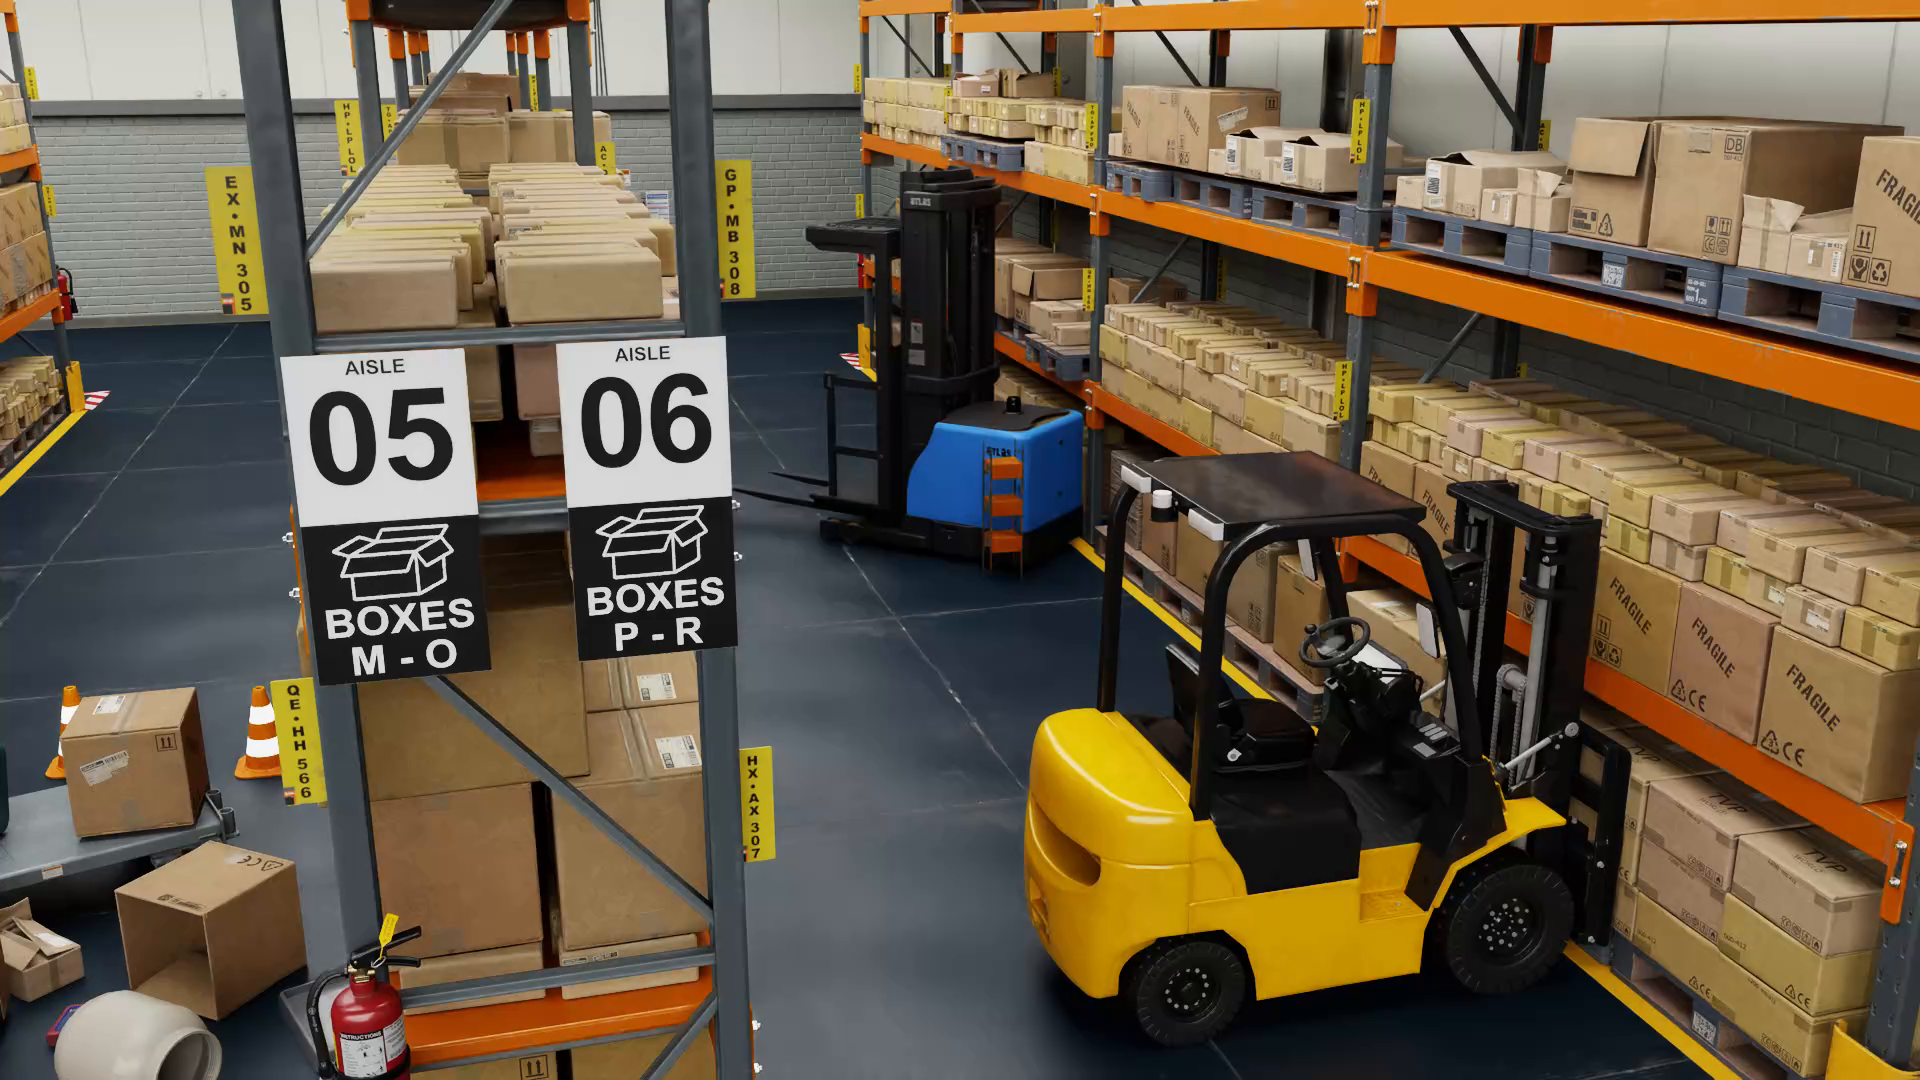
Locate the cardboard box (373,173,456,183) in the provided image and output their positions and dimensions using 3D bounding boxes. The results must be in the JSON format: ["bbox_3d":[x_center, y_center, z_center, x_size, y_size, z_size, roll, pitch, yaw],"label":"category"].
[{"bbox_3d":[-2.228,-1.390,6.701,0.380,0.149,0.250,-5,18,-17],"label":"cardboard box"}]

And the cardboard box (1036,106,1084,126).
[{"bbox_3d":[0.844,-3.507,13.749,0.380,0.149,0.250,-5,17,-16],"label":"cardboard box"}]

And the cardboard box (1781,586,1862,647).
[{"bbox_3d":[3.243,0.265,6.056,0.380,0.149,0.250,-4,17,-14],"label":"cardboard box"}]

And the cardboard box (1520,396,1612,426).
[{"bbox_3d":[3.101,-0.633,8.527,0.380,0.149,0.250,-5,17,-16],"label":"cardboard box"}]

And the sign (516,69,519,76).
[{"bbox_3d":[-4.936,-5.129,18.697,0.100,0.325,0.005,-5,17,-15],"label":"sign"}]

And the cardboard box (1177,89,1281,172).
[{"bbox_3d":[1.753,-2.680,10.868,0.500,0.500,0.500,-4,17,-14],"label":"cardboard box"}]

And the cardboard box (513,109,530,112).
[{"bbox_3d":[-3.918,-3.528,14.195,0.500,0.311,0.500,-5,17,-15],"label":"cardboard box"}]

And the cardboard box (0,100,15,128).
[{"bbox_3d":[-9.680,-4.203,16.409,0.500,0.250,0.500,-5,17,-17],"label":"cardboard box"}]

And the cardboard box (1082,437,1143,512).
[{"bbox_3d":[1.185,-0.552,13.689,0.500,0.500,0.500,-4,17,-14],"label":"cardboard box"}]

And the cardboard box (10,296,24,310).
[{"bbox_3d":[-9.580,-2.376,16.583,0.380,0.149,0.250,-6,18,-18],"label":"cardboard box"}]

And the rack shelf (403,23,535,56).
[{"bbox_3d":[-3.813,-3.944,12.887,1.077,0.370,4.000,-5,17,-15],"label":"rack shelf"}]

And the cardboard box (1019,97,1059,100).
[{"bbox_3d":[0.773,-4.050,15.523,0.380,0.149,0.250,-5,17,-16],"label":"cardboard box"}]

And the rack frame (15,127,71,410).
[{"bbox_3d":[-10.193,-2.848,17.718,1.000,3.000,0.127,-5,17,-15],"label":"rack frame"}]

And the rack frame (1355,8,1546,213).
[{"bbox_3d":[2.608,-3.214,8.511,1.000,3.000,0.127,-5,17,-15],"label":"rack frame"}]

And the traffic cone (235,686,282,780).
[{"bbox_3d":[-3.851,1.035,9.202,0.336,0.463,0.334,-5,17,-15],"label":"traffic cone"}]

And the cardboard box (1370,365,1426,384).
[{"bbox_3d":[2.626,-0.961,10.137,0.380,0.149,0.250,-5,17,-15],"label":"cardboard box"}]

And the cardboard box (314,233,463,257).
[{"bbox_3d":[-1.563,-0.753,4.582,0.380,0.149,0.250,-5,17,-16],"label":"cardboard box"}]

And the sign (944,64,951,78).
[{"bbox_3d":[-0.151,-5.559,19.993,0.100,0.325,0.005,-5,17,-15],"label":"sign"}]

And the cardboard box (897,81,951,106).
[{"bbox_3d":[-0.387,-4.844,18.026,0.500,0.250,0.500,-4,17,-14],"label":"cardboard box"}]

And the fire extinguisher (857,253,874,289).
[{"bbox_3d":[-1.175,-3.449,20.503,0.296,0.674,0.183,-5,17,-15],"label":"fire extinguisher"}]

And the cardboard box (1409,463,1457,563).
[{"bbox_3d":[2.638,-0.103,8.407,0.500,0.500,0.500,-4,17,-14],"label":"cardboard box"}]

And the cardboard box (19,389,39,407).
[{"bbox_3d":[-9.475,-1.417,16.663,0.380,0.149,0.250,-4,17,-14],"label":"cardboard box"}]

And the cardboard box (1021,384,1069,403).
[{"bbox_3d":[0.773,-1.320,15.119,0.380,0.149,0.250,-5,17,-15],"label":"cardboard box"}]

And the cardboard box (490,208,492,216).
[{"bbox_3d":[-1.783,-1.354,7.274,0.500,0.250,0.500,-5,17,-16],"label":"cardboard box"}]

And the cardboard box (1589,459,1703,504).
[{"bbox_3d":[2.979,-0.242,7.225,0.380,0.149,0.250,-4,17,-14],"label":"cardboard box"}]

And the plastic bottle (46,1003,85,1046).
[{"bbox_3d":[-3.613,1.965,6.805,0.133,0.061,0.283,-2,17,-6],"label":"plastic bottle"}]

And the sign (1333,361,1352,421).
[{"bbox_3d":[2.089,-0.812,9.067,0.100,0.325,0.005,-5,17,-15],"label":"sign"}]

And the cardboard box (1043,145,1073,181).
[{"bbox_3d":[0.995,-3.074,13.519,0.500,0.250,0.500,-5,17,-15],"label":"cardboard box"}]

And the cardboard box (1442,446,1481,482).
[{"bbox_3d":[2.610,-0.375,8.186,0.380,0.149,0.250,-4,17,-14],"label":"cardboard box"}]

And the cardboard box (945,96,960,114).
[{"bbox_3d":[0.069,-4.144,15.837,0.380,0.149,0.250,-4,17,-14],"label":"cardboard box"}]

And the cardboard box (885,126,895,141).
[{"bbox_3d":[-0.626,-4.579,18.703,0.380,0.149,0.250,-5,17,-15],"label":"cardboard box"}]

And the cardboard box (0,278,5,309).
[{"bbox_3d":[-9.235,-2.367,15.427,0.500,0.500,0.500,-5,17,-16],"label":"cardboard box"}]

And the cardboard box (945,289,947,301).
[{"bbox_3d":[-0.014,-2.572,17.238,0.380,0.149,0.250,-4,17,-14],"label":"cardboard box"}]

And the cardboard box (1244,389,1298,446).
[{"bbox_3d":[2.078,-0.766,10.180,0.500,0.250,0.500,-5,17,-17],"label":"cardboard box"}]

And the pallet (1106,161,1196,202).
[{"bbox_3d":[1.781,-2.613,12.051,1.213,0.211,1.003,-4,17,-13],"label":"pallet"}]

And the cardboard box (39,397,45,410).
[{"bbox_3d":[-9.690,-1.411,17.162,0.380,0.149,0.250,-5,17,-16],"label":"cardboard box"}]

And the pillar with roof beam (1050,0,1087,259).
[{"bbox_3d":[-3.055,-5.351,15.623,9.100,9.000,0.400,-5,17,-15],"label":"pillar with roof beam"}]

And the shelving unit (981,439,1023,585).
[{"bbox_3d":[0.307,-0.210,12.326,0.252,1.050,0.215,-5,18,-18],"label":"shelving unit"}]

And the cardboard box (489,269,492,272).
[{"bbox_3d":[-2.122,-1.022,6.862,0.380,0.149,0.250,-5,17,-15],"label":"cardboard box"}]

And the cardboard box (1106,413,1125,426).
[{"bbox_3d":[1.472,-1.069,14.285,0.380,0.149,0.250,-4,17,-15],"label":"cardboard box"}]

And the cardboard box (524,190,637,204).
[{"bbox_3d":[-1.349,-1.154,5.917,0.380,0.149,0.250,-4,17,-15],"label":"cardboard box"}]

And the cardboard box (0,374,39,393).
[{"bbox_3d":[-9.460,-1.560,16.622,0.380,0.149,0.250,-4,17,-13],"label":"cardboard box"}]

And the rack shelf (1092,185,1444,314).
[{"bbox_3d":[2.058,-1.986,10.887,1.077,0.370,4.000,-5,17,-15],"label":"rack shelf"}]

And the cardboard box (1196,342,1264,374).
[{"bbox_3d":[1.773,-1.195,10.915,0.380,0.149,0.250,-5,17,-17],"label":"cardboard box"}]

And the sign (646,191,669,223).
[{"bbox_3d":[-4.556,-5.001,25.053,0.329,0.494,0.001,-5,17,-15],"label":"sign"}]

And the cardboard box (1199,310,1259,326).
[{"bbox_3d":[1.984,-1.592,12.237,0.380,0.149,0.250,-5,17,-15],"label":"cardboard box"}]

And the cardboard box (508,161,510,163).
[{"bbox_3d":[-2.239,-1.985,9.162,0.500,0.250,0.500,-5,17,-16],"label":"cardboard box"}]

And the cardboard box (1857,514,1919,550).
[{"bbox_3d":[3.694,0.007,6.395,0.380,0.149,0.250,-4,17,-14],"label":"cardboard box"}]

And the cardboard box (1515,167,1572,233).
[{"bbox_3d":[2.723,-1.528,7.440,0.396,0.266,0.258,-5,17,-17],"label":"cardboard box"}]

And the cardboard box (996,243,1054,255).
[{"bbox_3d":[0.469,-2.508,15.685,0.700,0.500,0.500,-5,17,-15],"label":"cardboard box"}]

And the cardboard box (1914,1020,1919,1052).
[{"bbox_3d":[3.760,1.730,6.529,0.500,0.250,0.500,-5,17,-15],"label":"cardboard box"}]

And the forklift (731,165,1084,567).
[{"bbox_3d":[-0.531,-1.501,13.353,3.031,2.935,1.130,10,20,31],"label":"forklift"}]

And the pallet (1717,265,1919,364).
[{"bbox_3d":[3.537,-0.827,5.929,1.003,0.211,1.213,-5,17,-15],"label":"pallet"}]

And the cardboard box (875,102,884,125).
[{"bbox_3d":[-0.672,-4.884,19.028,0.500,0.250,0.500,-4,17,-14],"label":"cardboard box"}]

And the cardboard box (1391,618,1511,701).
[{"bbox_3d":[2.570,0.597,8.564,0.500,0.250,0.500,-5,17,-15],"label":"cardboard box"}]

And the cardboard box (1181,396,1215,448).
[{"bbox_3d":[1.818,-0.809,11.191,0.500,0.250,0.500,-4,17,-13],"label":"cardboard box"}]
